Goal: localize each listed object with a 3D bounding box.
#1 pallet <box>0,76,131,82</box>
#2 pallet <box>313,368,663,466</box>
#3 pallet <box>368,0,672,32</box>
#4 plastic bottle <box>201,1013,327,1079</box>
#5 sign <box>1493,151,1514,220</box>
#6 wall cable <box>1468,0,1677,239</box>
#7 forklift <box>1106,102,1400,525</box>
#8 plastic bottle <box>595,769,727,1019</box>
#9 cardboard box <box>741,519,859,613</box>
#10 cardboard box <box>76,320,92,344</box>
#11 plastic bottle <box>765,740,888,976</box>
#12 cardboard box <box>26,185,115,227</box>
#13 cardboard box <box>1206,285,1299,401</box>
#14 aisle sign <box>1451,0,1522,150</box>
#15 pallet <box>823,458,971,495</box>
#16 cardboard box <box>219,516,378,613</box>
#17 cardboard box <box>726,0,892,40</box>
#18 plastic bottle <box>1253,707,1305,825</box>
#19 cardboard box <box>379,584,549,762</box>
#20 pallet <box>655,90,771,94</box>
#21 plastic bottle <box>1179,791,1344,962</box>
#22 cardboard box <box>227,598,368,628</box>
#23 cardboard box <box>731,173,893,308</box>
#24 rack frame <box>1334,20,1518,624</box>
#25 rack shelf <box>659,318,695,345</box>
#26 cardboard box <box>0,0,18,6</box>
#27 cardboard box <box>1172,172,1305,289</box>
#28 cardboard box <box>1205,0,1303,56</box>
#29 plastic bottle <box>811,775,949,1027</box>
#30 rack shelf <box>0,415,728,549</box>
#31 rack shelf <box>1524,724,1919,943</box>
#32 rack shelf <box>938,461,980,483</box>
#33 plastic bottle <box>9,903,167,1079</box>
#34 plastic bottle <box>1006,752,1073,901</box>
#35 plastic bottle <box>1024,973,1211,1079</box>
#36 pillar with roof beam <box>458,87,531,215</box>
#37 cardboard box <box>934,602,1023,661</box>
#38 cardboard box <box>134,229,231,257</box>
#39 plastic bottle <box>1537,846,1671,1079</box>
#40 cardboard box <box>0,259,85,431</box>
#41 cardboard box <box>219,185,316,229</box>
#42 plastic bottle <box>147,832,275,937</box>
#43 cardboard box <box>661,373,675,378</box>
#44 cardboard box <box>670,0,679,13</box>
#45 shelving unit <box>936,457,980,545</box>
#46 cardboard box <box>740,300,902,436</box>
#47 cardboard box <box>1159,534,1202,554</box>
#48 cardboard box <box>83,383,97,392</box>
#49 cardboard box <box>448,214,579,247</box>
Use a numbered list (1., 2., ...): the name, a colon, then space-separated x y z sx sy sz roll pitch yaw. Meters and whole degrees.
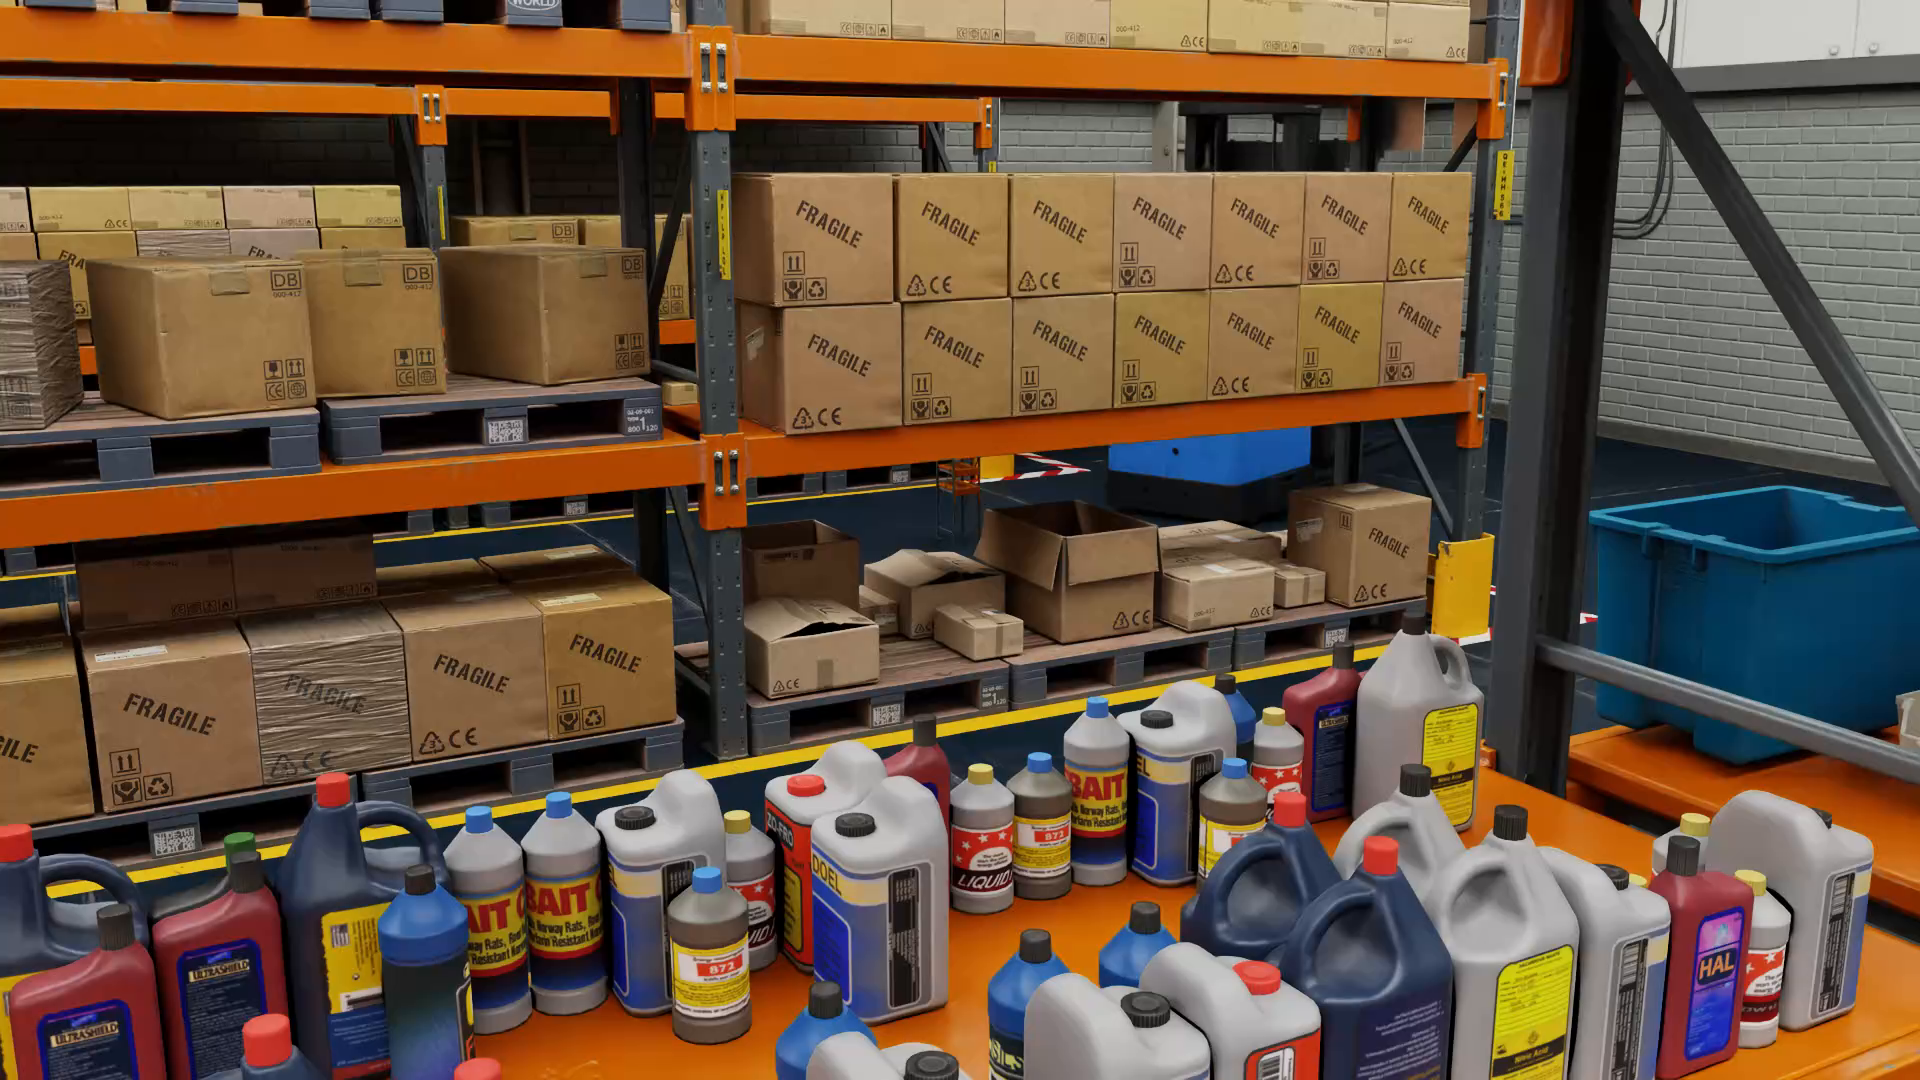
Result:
1. pallet: -5.513 -2.775 9.704 1.213 0.211 1.003 -6 14 -25
2. pallet: -1.899 -0.517 6.512 1.213 0.211 1.003 -7 14 -28
3. pallet: -1.751 -1.990 6.217 1.003 0.211 1.213 -7 14 -28
4. plastic bottle: -0.583 0.566 1.375 0.185 0.351 0.144 -7 14 -28
5. sign: 2.614 -1.704 7.994 0.005 0.325 0.100 -7 14 -28
6. wall cable: 5.125 -3.987 14.901 0.112 2.526 3.097 -7 14 -28
7. forklift: 2.307 -1.799 11.927 1.130 2.935 3.031 10 16 37
8. plastic bottle: -0.380 0.439 2.110 0.135 0.276 0.152 -7 14 -28
9. cardboard box: -0.781 0.217 7.506 0.500 0.500 0.500 -7 14 -28
10. cardboard box: -5.292 -1.248 9.848 0.250 0.149 0.380 -7 14 -28
11. plastic bottle: -0.177 0.415 2.218 0.135 0.276 0.152 -7 14 -28
12. cardboard box: -5.404 -2.035 10.162 0.500 0.250 0.500 -7 15 -29
13. cardboard box: 1.209 -0.937 7.713 0.500 0.500 0.500 -7 14 -27
14. aisle sign: 2.572 -2.311 8.125 0.004 0.787 0.394 -7 14 -28
15. pallet: -0.675 -0.589 12.746 1.213 0.211 1.003 -7 14 -28
16. cardboard box: -2.564 0.074 6.430 0.500 0.250 0.500 -7 14 -28
17. cardboard box: -0.600 -2.067 6.473 0.500 0.250 0.500 -7 14 -28
18. plastic bottle: 0.489 0.364 2.611 0.097 0.201 0.097 0 13 0
19. cardboard box: -1.879 0.489 6.297 0.500 0.500 0.500 -7 14 -28
20. pallet: -1.729 -3.260 11.631 1.213 0.211 1.003 -7 14 -28
21. plastic bottle: 0.344 0.457 1.860 0.185 0.351 0.144 -7 14 -28
22. cardboard box: -2.592 0.445 6.493 0.500 0.500 0.500 -7 14 -27
23. cardboard box: -0.597 -1.206 6.629 0.500 0.500 0.500 -6 14 -26
24. rack frame: 2.366 -1.094 8.641 0.127 3.000 1.000 -7 14 -28
25. rack shelf: -1.766 -1.487 12.025 4.000 0.370 1.077 -7 14 -28
26. cardboard box: -5.703 -3.118 9.568 0.500 0.500 0.700 -6 14 -25
27. cardboard box: 1.211 -1.422 7.593 0.500 0.500 0.500 -6 14 -26
28. cardboard box: 1.164 -2.274 7.393 0.500 0.250 0.500 -7 14 -28
29. plastic bottle: -0.104 0.444 2.088 0.135 0.276 0.152 -7 14 -28
30. rack shelf: -2.901 -0.112 5.915 4.000 0.370 1.077 -7 14 -28
31. rack shelf: 2.980 0.422 3.541 4.000 0.370 1.077 -7 14 -28
32. rack shelf: -0.013 -0.423 10.507 0.180 0.103 0.258 -7 14 -28
33. plastic bottle: -0.901 0.522 1.722 0.133 0.283 0.061 -7 14 -28
34. plastic bottle: 0.115 0.409 2.412 0.097 0.201 0.097 0 13 0
35. plastic bottle: 0.152 0.551 1.611 0.135 0.276 0.152 -7 14 -28
36. pillar with roof beam: -1.259 -3.965 7.734 0.400 9.000 9.100 -7 14 -28
37. cardboard box: 0.081 0.399 7.457 0.250 0.166 0.380 -7 14 -28
38. cardboard box: -4.694 -1.628 10.059 0.500 0.500 0.500 -7 14 -28
39. plastic bottle: 0.713 0.484 1.909 0.135 0.276 0.152 -7 14 -28
40. cardboard box: -3.263 -0.654 5.499 0.500 0.500 0.700 -4 13 -17
41. cardboard box: -4.263 -2.047 10.215 0.500 0.250 0.500 -6 14 -27
42. plastic bottle: -0.853 0.481 1.908 0.133 0.283 0.061 -7 14 -28
43. cardboard box: -2.124 -1.122 12.021 0.250 0.149 0.380 -7 14 -27
44. cardboard box: -1.883 -3.767 11.133 0.500 0.500 0.500 -7 14 -28
45. shelving unit: -0.013 -0.584 10.471 0.189 1.200 0.258 -7 14 -28
46. cardboard box: -0.567 -0.724 6.765 0.500 0.500 0.500 -6 14 -26
47. cardboard box: 0.875 0.140 8.415 0.500 0.250 0.500 -7 14 -28
48. cardboard box: -5.553 -0.506 9.966 0.750 0.750 0.750 -7 14 -28
49. cardboard box: -3.038 -1.828 11.218 0.700 0.700 0.980 -7 14 -27
